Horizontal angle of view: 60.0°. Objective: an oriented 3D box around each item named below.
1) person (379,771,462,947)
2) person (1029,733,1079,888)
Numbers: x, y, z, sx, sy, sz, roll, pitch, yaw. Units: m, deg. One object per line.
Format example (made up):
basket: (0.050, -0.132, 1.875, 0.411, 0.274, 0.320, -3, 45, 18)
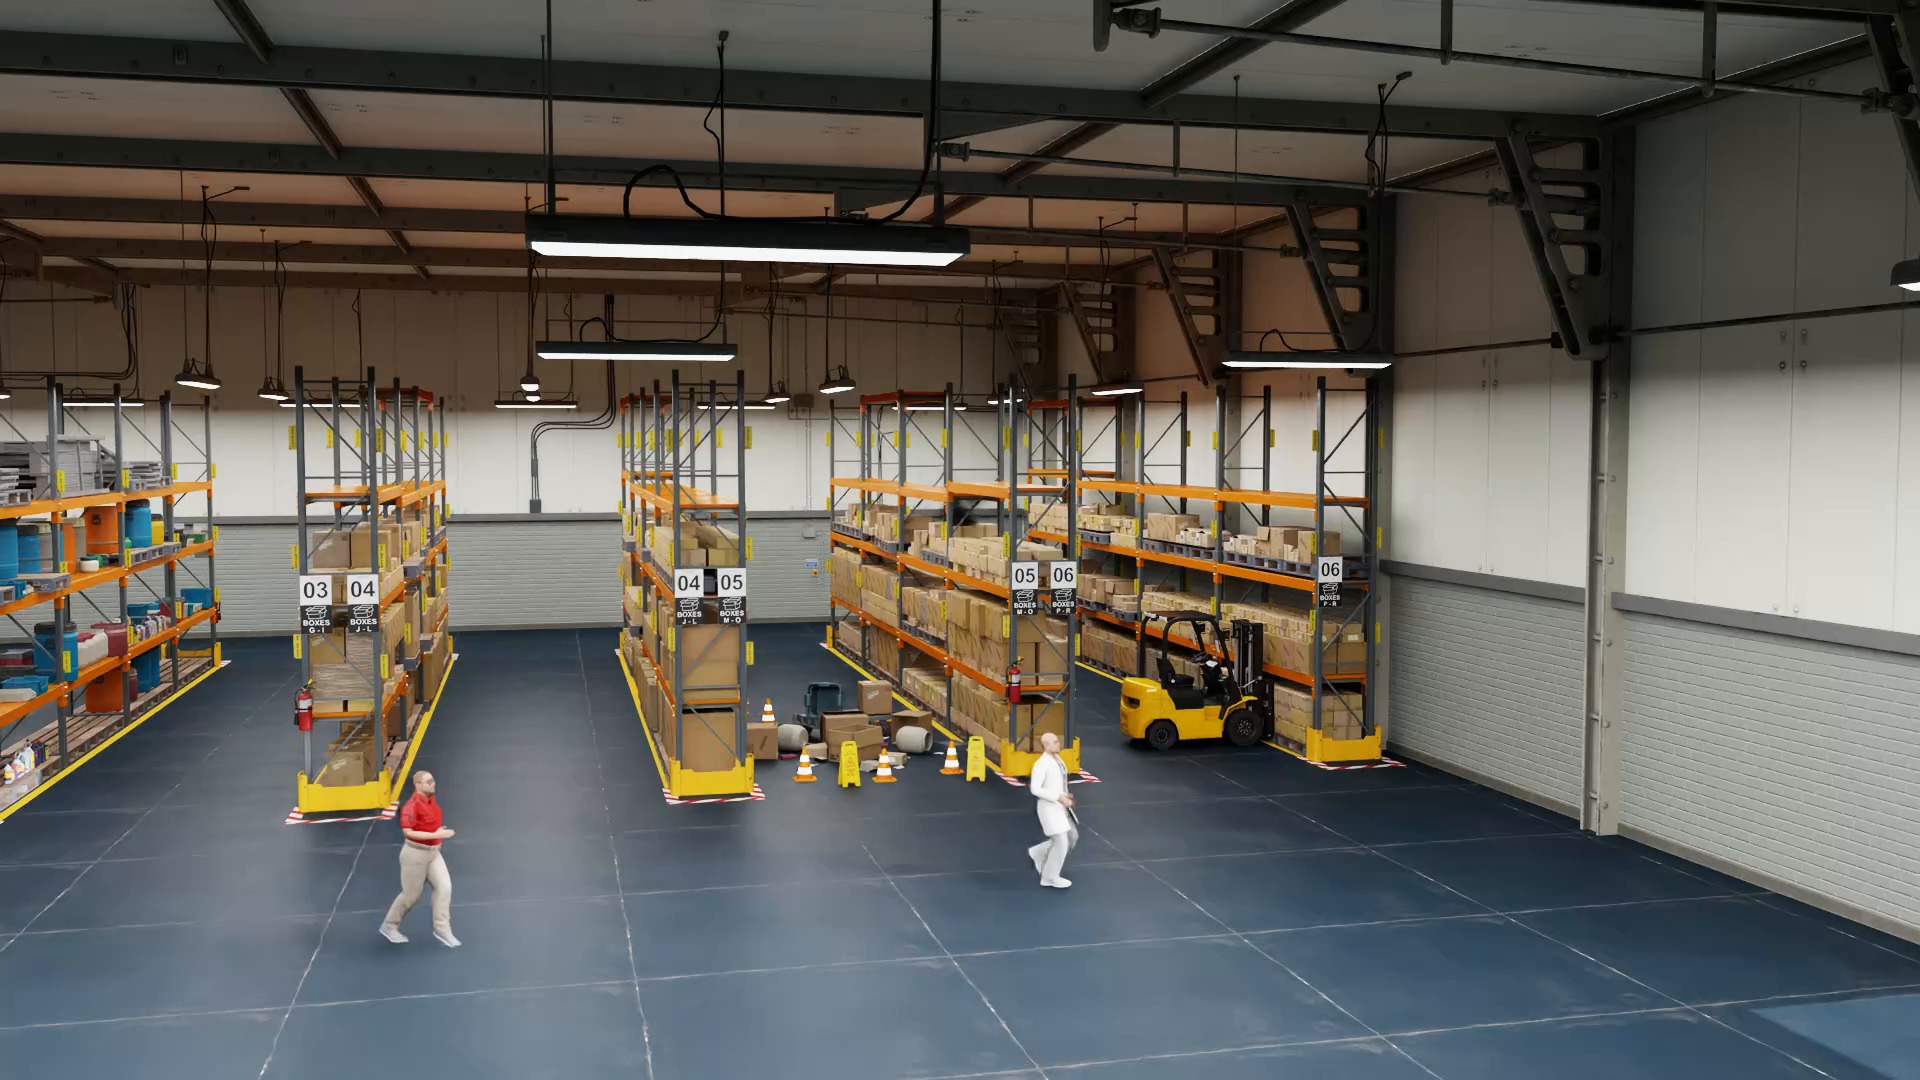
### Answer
person: (-5.343, 3.171, 16.442, 0.795, 1.805, 0.678, 1, 3, 11)
person: (1.041, 3.021, 18.644, 0.663, 1.726, 0.706, 2, 4, 27)
